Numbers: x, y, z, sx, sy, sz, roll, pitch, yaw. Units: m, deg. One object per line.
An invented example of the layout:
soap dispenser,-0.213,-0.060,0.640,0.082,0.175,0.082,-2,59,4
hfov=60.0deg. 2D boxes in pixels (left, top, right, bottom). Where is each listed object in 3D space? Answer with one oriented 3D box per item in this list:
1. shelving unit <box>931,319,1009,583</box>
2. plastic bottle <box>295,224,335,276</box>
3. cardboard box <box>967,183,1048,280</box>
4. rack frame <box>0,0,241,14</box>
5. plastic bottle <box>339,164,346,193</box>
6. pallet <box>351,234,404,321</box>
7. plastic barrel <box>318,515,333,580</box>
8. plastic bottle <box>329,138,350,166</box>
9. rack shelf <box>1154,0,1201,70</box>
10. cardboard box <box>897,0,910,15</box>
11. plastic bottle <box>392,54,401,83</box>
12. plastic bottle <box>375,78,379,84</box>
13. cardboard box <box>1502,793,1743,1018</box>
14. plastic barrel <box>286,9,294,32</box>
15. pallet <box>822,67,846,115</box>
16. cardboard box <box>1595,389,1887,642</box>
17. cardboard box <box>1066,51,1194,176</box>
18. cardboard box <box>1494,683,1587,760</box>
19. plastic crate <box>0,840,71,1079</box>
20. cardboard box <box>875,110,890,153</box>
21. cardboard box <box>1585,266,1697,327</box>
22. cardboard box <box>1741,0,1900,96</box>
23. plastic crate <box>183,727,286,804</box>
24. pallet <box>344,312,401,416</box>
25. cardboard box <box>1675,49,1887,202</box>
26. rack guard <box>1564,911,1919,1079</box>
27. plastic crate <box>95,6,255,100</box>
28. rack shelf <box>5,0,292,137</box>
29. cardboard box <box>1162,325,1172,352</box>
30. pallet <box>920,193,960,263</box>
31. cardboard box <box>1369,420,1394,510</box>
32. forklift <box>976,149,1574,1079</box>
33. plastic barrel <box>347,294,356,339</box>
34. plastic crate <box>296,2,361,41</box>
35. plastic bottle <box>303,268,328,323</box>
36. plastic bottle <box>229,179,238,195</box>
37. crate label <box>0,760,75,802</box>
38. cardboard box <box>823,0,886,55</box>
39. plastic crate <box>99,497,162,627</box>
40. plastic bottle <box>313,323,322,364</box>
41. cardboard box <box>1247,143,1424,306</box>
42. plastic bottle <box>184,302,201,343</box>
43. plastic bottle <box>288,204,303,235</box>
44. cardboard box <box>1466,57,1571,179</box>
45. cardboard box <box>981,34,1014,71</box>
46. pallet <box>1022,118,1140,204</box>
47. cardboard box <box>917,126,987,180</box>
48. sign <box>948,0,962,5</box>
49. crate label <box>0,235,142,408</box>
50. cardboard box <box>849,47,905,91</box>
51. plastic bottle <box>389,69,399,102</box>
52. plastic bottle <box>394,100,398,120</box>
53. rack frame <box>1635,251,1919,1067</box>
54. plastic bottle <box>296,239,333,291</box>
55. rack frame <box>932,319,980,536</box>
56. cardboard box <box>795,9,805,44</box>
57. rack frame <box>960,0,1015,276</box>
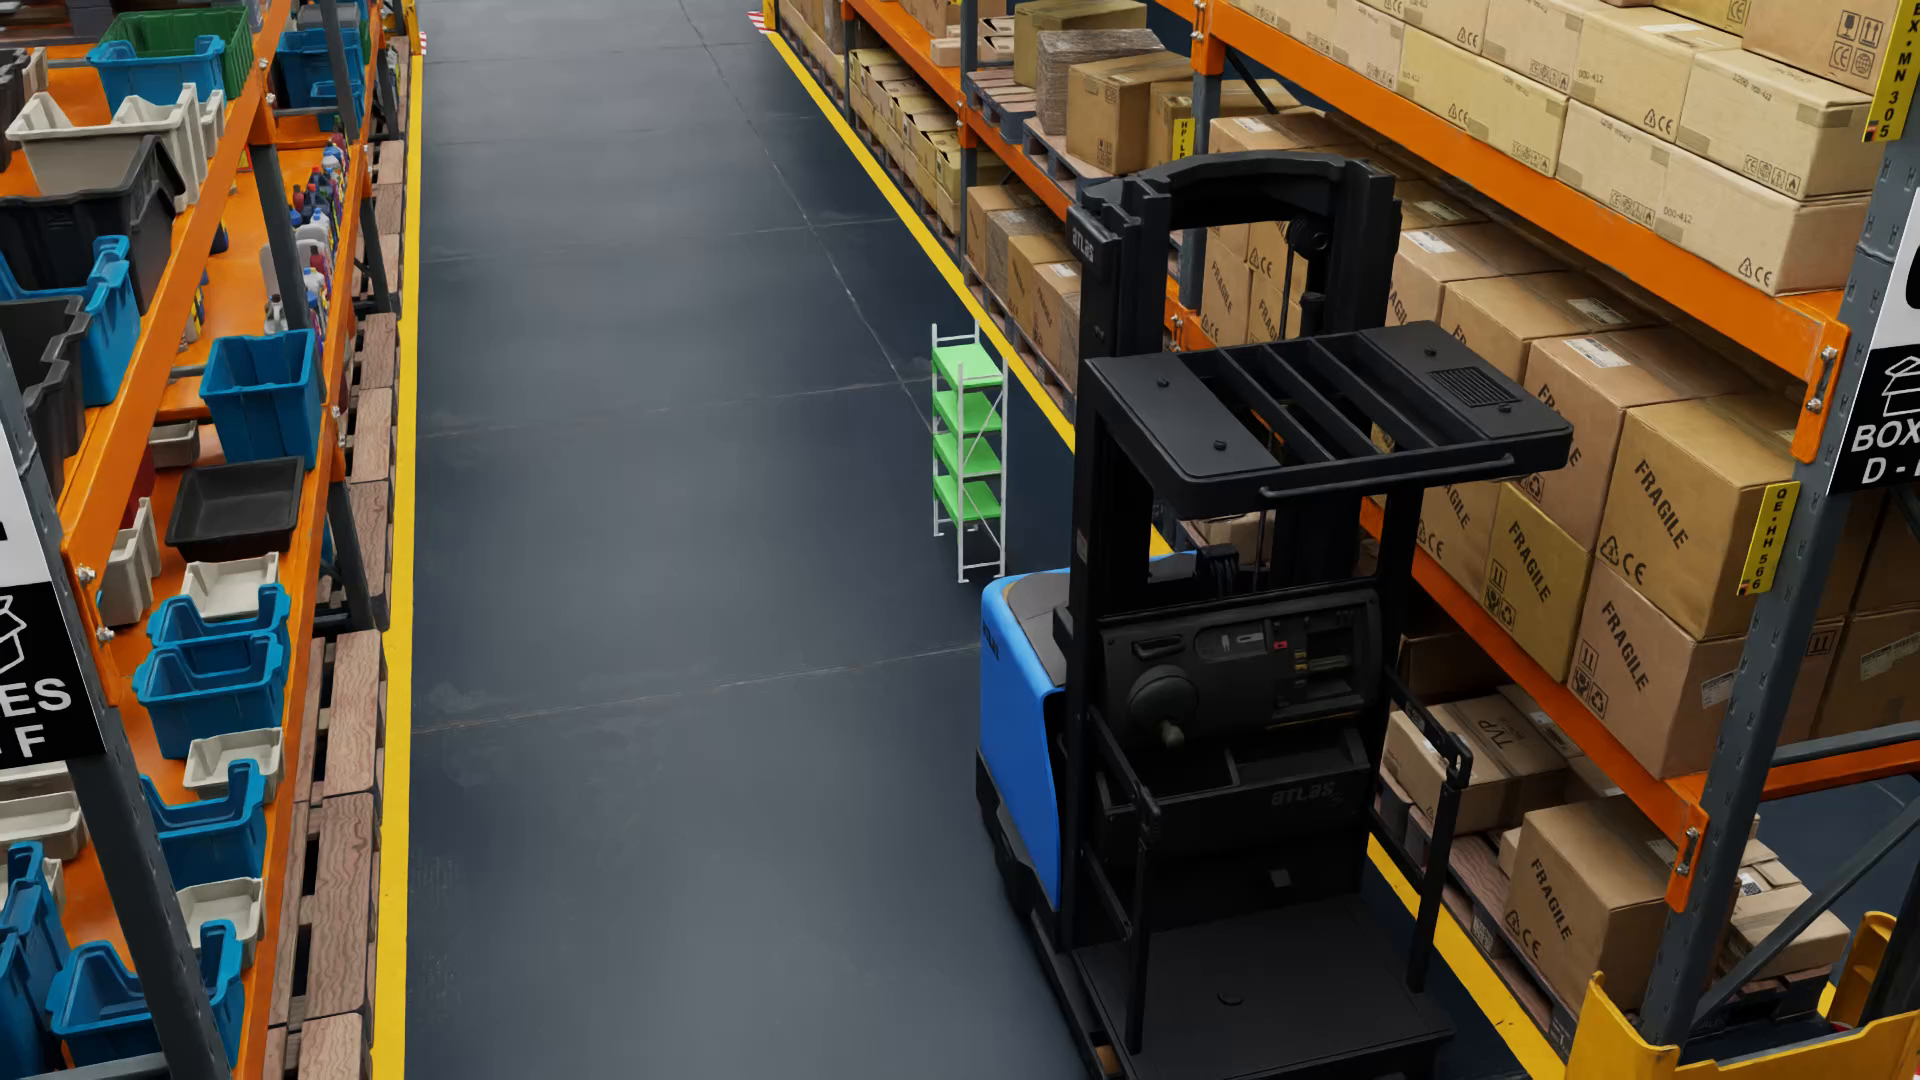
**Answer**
shelving unit,0.044,-0.439,8.311,0.258,1.200,0.503,-8,31,-13
plastic bottle,-3.277,-1.482,8.440,0.152,0.276,0.135,-8,31,-13
cardboard box,0.346,-2.142,11.512,0.500,0.500,0.500,-7,31,-11
rack frame,-3.214,-3.299,5.466,1.000,3.000,0.127,-8,31,-13
plastic bottle,-3.605,-2.099,9.580,0.097,0.201,0.097,0,30,0
pallet,-4.444,-1.807,11.661,1.003,0.211,1.213,-8,31,-13
plastic barrel,-3.342,-0.241,7.847,0.600,0.901,0.708,-8,31,-13
plastic bottle,-3.744,-2.351,10.016,0.097,0.201,0.097,0,30,0
rack shelf,1.032,-3.312,9.201,1.077,0.370,4.000,-8,31,-13
cardboard box,-0.233,-4.639,13.670,0.500,0.500,0.500,-6,31,-10
plastic bottle,-5.412,-4.488,15.790,0.152,0.276,0.135,-9,31,-15
plastic bottle,-5.307,-4.075,15.080,0.097,0.271,0.097,0,30,0
cardboard box,2.242,1.234,5.679,0.500,0.500,0.500,-8,31,-13
plastic barrel,-5.100,-3.779,12.149,0.433,0.535,0.433,0,30,0
pallet,-0.732,-4.406,16.151,1.003,0.211,1.213,-8,31,-13
cardboard box,2.241,-0.082,4.799,0.500,0.500,0.500,-8,31,-14
cardboard box,1.034,-2.429,9.433,0.700,0.500,0.500,-16,34,-26
cardboard box,2.488,0.789,6.698,0.500,0.250,0.500,-8,31,-13
plastic crate,-2.422,1.052,3.844,0.616,0.435,0.499,-8,31,-13
cardboard box,-0.418,-3.490,14.111,0.500,0.250,0.500,-9,31,-15
cardboard box,2.486,-0.646,5.774,0.500,0.500,0.500,-7,31,-13
cardboard box,2.472,-1.447,4.164,0.700,0.500,0.500,-8,31,-13
plastic crate,-2.086,0.661,4.817,0.250,0.136,0.298,-8,31,-13
pallet,-4.027,-1.052,10.357,1.003,0.211,1.213,-8,31,-13
cardboard box,2.242,-1.091,4.297,0.500,0.250,0.500,-8,31,-13
rack guard,2.604,1.618,5.456,1.175,0.500,0.348,-8,31,-13
plastic crate,-2.810,-1.744,5.987,0.450,0.188,0.662,-8,31,-13
rack shelf,-3.745,-2.655,8.067,1.077,0.370,4.000,-8,31,-13
cardboard box,1.032,-0.908,9.380,0.500,0.500,0.500,-8,31,-13
pallet,0.320,-2.487,12.836,1.003,0.211,1.213,-8,31,-13
cardboard box,1.841,-0.386,6.322,0.500,0.500,0.500,-8,31,-14
forklift,0.950,0.457,5.035,1.130,2.935,3.031,-8,31,-13
plastic barrel,-4.130,-1.643,10.341,0.600,0.830,0.708,-8,31,-13
plastic crate,-4.410,-3.483,11.709,0.402,0.464,0.583,-8,31,-13
plastic bottle,-3.071,-1.157,7.883,0.097,0.271,0.097,0,30,0
plastic bottle,-4.235,-2.098,9.579,0.097,0.201,0.097,0,30,0
crate label,-2.704,0.675,4.793,0.396,0.136,0.243,-8,31,-13
cardboard box,-1.016,-4.977,15.932,0.500,0.500,0.500,-8,31,-13
plastic crate,-2.987,0.085,5.667,0.437,0.282,0.530,-8,31,-13
plastic bottle,-2.900,-0.886,7.402,0.061,0.283,0.133,-8,31,-13
cardboard box,1.554,-1.321,6.940,0.500,0.500,0.500,-9,31,-15
plastic bottle,-3.635,-1.101,7.706,0.144,0.351,0.185,-8,31,-13
plastic bottle,-3.472,-1.614,8.673,0.097,0.271,0.097,0,30,0
cardboard box,1.966,-1.356,5.254,0.500,0.250,0.500,-8,31,-13
cardboard box,0.446,-3.434,11.777,0.500,0.311,0.500,-6,31,-10
pallet,1.021,-2.269,9.868,1.003,0.211,1.213,-8,31,-13
cardboard box,-0.020,-2.996,12.697,0.500,0.311,0.500,-8,31,-14
sign,-0.034,-3.717,11.021,0.100,0.325,0.005,-8,31,-13
crate label,-2.086,-0.493,3.761,0.408,0.251,0.502,-8,31,-13
cardboard box,-0.691,-4.225,14.820,0.500,0.311,0.500,-8,31,-13
plastic bottle,-5.202,-4.146,15.124,0.144,0.351,0.185,-9,31,-15
plastic bottle,-5.000,-3.788,14.584,0.097,0.271,0.097,0,30,0
rack frame,2.624,0.573,4.766,1.000,3.000,0.127,-8,31,-13
plastic bottle,-3.216,-1.370,8.246,0.152,0.276,0.135,-8,31,-13
rack frame,-0.021,-0.557,8.515,0.240,1.200,0.015,-8,31,-13
cardboard box,-1.426,-5.375,17.368,0.500,0.250,0.500,-8,31,-13
rack frame,0.501,-3.291,11.441,1.000,3.000,0.127,-8,31,-13
